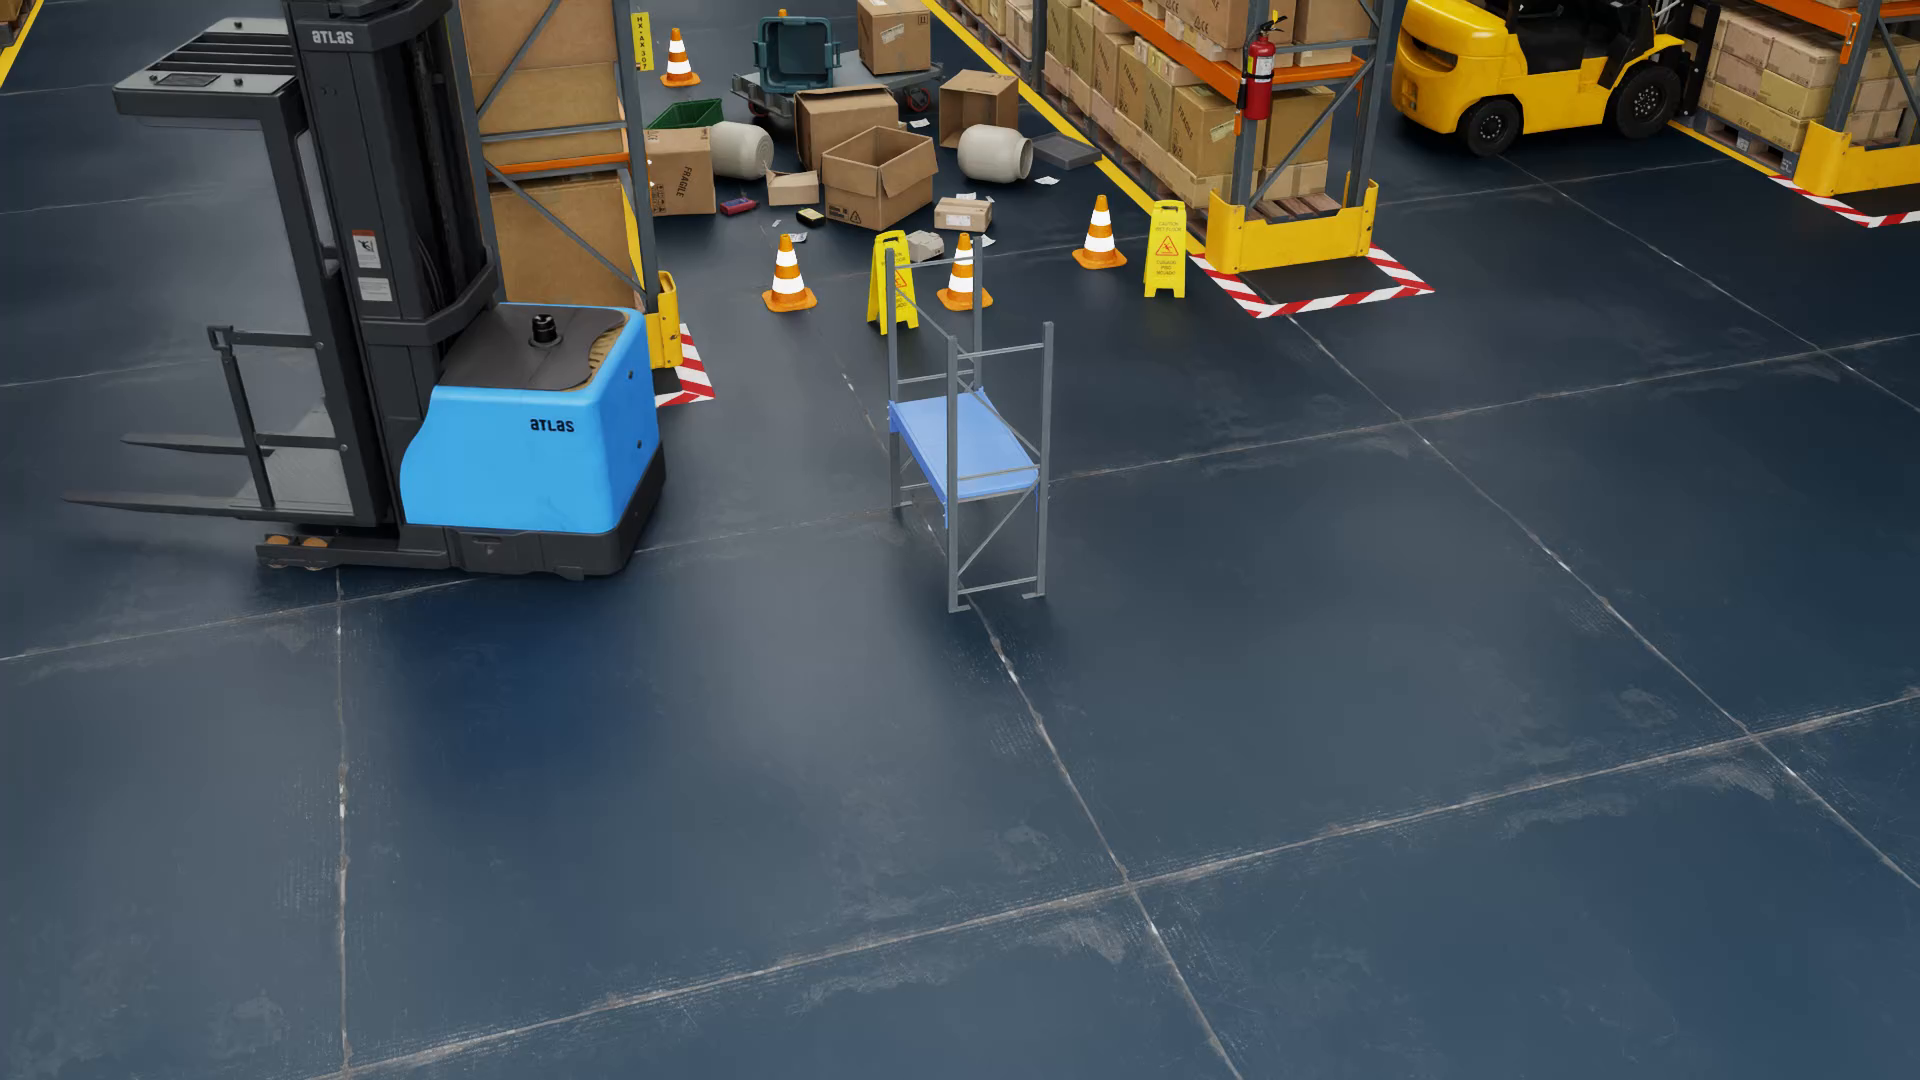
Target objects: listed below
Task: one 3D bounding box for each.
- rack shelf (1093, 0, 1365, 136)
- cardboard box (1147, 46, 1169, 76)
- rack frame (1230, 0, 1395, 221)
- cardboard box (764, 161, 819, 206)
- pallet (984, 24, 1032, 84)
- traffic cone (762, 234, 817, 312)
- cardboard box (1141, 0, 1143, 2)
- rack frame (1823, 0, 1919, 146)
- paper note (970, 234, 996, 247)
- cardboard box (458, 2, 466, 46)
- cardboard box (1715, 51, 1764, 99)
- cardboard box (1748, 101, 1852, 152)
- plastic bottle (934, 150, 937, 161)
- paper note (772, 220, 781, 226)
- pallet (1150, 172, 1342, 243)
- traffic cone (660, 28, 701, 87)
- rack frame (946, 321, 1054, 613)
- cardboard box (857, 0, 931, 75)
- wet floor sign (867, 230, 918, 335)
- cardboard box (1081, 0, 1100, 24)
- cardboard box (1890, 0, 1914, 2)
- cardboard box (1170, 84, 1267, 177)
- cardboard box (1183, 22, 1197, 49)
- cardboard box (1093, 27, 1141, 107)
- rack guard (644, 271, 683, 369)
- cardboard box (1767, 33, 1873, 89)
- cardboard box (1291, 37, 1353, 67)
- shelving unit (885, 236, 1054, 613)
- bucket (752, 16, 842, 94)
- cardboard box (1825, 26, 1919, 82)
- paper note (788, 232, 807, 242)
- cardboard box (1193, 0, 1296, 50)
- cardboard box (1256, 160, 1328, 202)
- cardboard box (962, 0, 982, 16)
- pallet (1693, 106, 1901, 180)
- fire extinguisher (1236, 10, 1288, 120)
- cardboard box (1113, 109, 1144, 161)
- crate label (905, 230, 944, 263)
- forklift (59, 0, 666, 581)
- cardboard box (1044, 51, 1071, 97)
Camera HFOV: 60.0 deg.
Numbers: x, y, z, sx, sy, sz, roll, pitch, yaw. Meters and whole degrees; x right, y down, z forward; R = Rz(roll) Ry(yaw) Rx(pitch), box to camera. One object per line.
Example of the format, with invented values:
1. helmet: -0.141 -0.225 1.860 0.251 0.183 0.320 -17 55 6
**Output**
1. rack shelf: 1.736 -3.984 12.711 1.077 0.370 4.000 -10 35 -15
2. cardboard box: 1.604 -3.537 12.226 0.380 0.149 0.250 -9 35 -14
3. rack frame: 2.346 -3.234 10.924 1.000 3.000 0.127 -10 35 -15
4. cardboard box: -1.279 -2.716 12.619 0.396 0.266 0.258 -4 34 -6
5. pallet: 0.887 -4.580 15.489 1.003 0.211 1.213 -10 35 -15
6. traffic cone: -1.147 -1.808 11.067 0.336 0.463 0.334 -10 35 -15
7. cardboard box: 1.581 -4.096 12.455 0.380 0.149 0.250 -10 35 -15
8. rack frame: 7.072 -4.071 12.190 1.000 3.000 0.127 -10 35 -15
9. paper note: 0.162 -2.157 11.987 0.148 0.019 0.142 -23 40 -31
10. cardboard box: -2.669 -3.337 9.963 0.875 0.550 0.550 -10 35 -15
11. cardboard box: 6.483 -3.776 13.403 0.500 0.250 0.500 -10 35 -15
12. cardboard box: 6.628 -3.293 13.125 0.500 0.250 0.500 -10 35 -14
13. plastic bottle: -0.266 -3.116 13.410 0.133 0.061 0.283 -4 34 -6
14. paper note: -1.356 -2.341 12.283 0.032 0.001 0.123 7 34 10
15. pallet: 2.109 -2.543 12.408 1.003 0.211 1.213 -10 35 -15
16. traffic cone: -2.528 -4.349 14.911 0.336 0.463 0.334 -10 35 -15
17. rack frame: 0.181 -0.314 7.865 0.500 1.500 0.032 -10 35 -15
18. cardboard box: -0.560 -4.292 14.106 0.500 0.500 0.500 -10 35 -15
19. wet floor sign: -0.443 -1.684 10.714 0.267 0.644 0.232 -16 37 -23
20. cardboard box: 1.188 -4.246 13.299 0.380 0.149 0.250 -9 34 -13
21. cardboard box: 7.185 -4.420 12.627 0.500 0.500 0.500 -9 34 -13
22. cardboard box: 1.853 -2.952 11.930 0.500 0.500 0.500 -10 35 -14
23. cardboard box: 1.788 -3.543 11.618 0.380 0.149 0.250 -11 35 -16
24. cardboard box: 1.380 -3.769 13.165 0.500 0.500 0.500 -8 34 -12
25. rack guard: -2.330 -1.293 10.254 1.175 0.500 0.348 -10 35 -15
26. cardboard box: 6.635 -3.706 12.843 0.500 0.250 0.500 -9 34 -13
27. cardboard box: 2.440 -3.343 11.316 0.380 0.149 0.250 -10 35 -15
28. shelving unit: 0.026 -0.581 8.269 0.538 1.500 1.048 -10 35 -15
29. bucket: -1.320 -4.034 13.724 0.726 0.611 0.620 1 23 2
30. cardboard box: 7.106 -3.800 12.987 0.500 0.250 0.500 -11 35 -15
31. paper note: -1.186 -2.196 12.048 0.144 0.017 0.142 1 33 2
32. cardboard box: 1.918 -3.639 11.175 0.500 0.500 0.500 -11 35 -16
33. cardboard box: 2.363 -2.732 12.277 0.500 0.250 0.500 -10 35 -15
34. cardboard box: 0.527 -5.430 16.249 0.950 0.372 0.625 -9 34 -13
35. pallet: 6.799 -3.302 13.556 1.003 0.211 1.213 -10 35 -15
36. fire extinguisher: 1.942 -3.065 10.737 0.296 0.674 0.183 -10 35 -15
37. cardboard box: 1.528 -3.189 12.968 0.500 0.250 0.500 -11 35 -16
38. crate label: -0.266 -2.086 11.783 0.298 0.136 0.250 27 42 34
39. forklift: -3.163 -1.352 8.138 3.031 2.935 1.130 3 34 5
40. cardboard box: 1.049 -4.007 14.207 0.500 0.250 0.500 -12 35 -17
